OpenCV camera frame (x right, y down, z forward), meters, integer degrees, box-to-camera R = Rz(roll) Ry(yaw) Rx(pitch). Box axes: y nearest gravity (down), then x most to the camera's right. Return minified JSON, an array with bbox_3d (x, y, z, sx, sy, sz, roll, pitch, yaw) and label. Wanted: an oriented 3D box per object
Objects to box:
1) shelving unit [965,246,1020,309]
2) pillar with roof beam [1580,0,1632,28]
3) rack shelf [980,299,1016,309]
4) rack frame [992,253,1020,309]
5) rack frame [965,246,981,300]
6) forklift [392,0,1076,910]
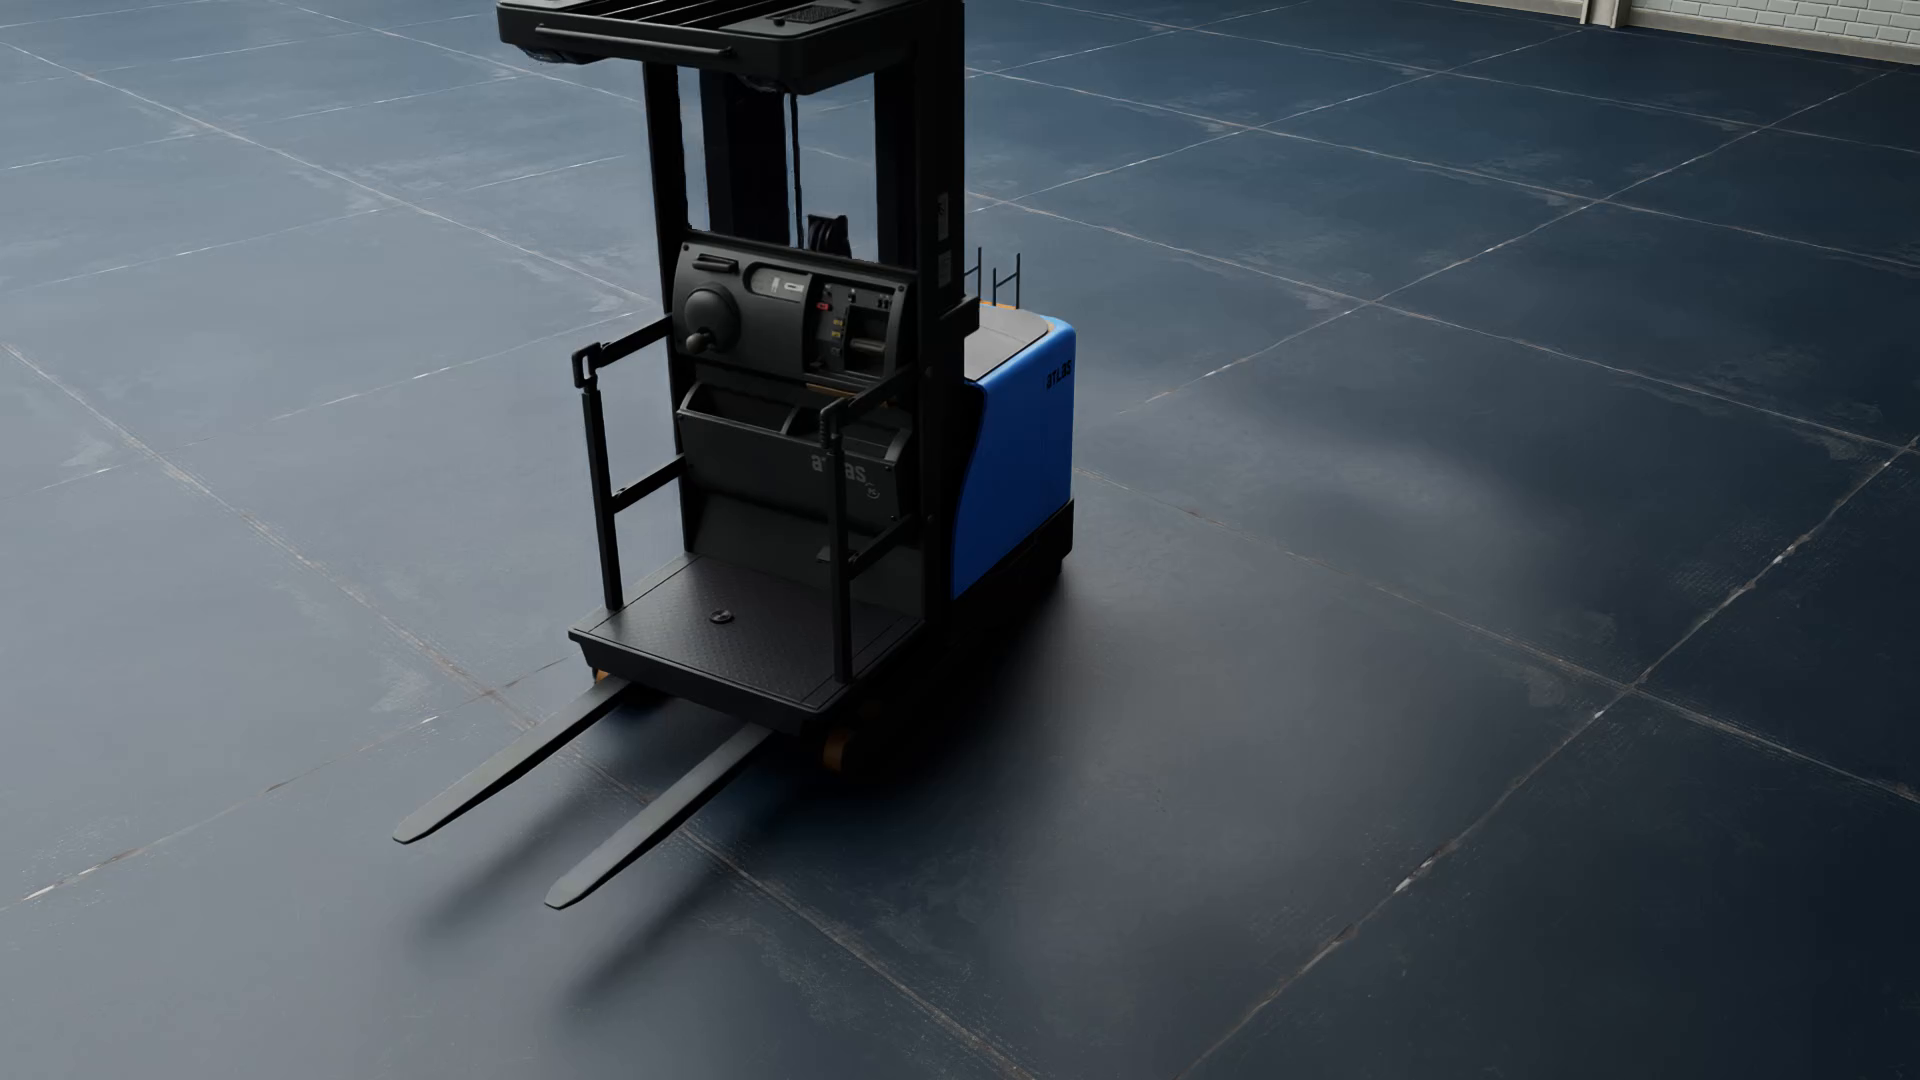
[{"bbox_3d":[0.112,-0.642,7.181,0.189,1.200,0.258,14,31,25],"label":"shelving unit"},{"bbox_3d":[3.834,-8.049,12.889,0.400,9.000,9.100,25,36,38],"label":"pillar with roof beam"},{"bbox_3d":[0.112,-0.921,7.034,0.180,0.103,0.258,14,31,25],"label":"rack shelf"},{"bbox_3d":[0.192,-0.621,7.143,0.006,1.200,0.240,14,31,25],"label":"rack frame"},{"bbox_3d":[0.031,-0.662,7.219,0.006,1.200,0.240,14,31,25],"label":"rack frame"},{"bbox_3d":[-0.690,-0.732,5.493,1.130,2.935,3.031,15,31,26],"label":"forklift"}]
